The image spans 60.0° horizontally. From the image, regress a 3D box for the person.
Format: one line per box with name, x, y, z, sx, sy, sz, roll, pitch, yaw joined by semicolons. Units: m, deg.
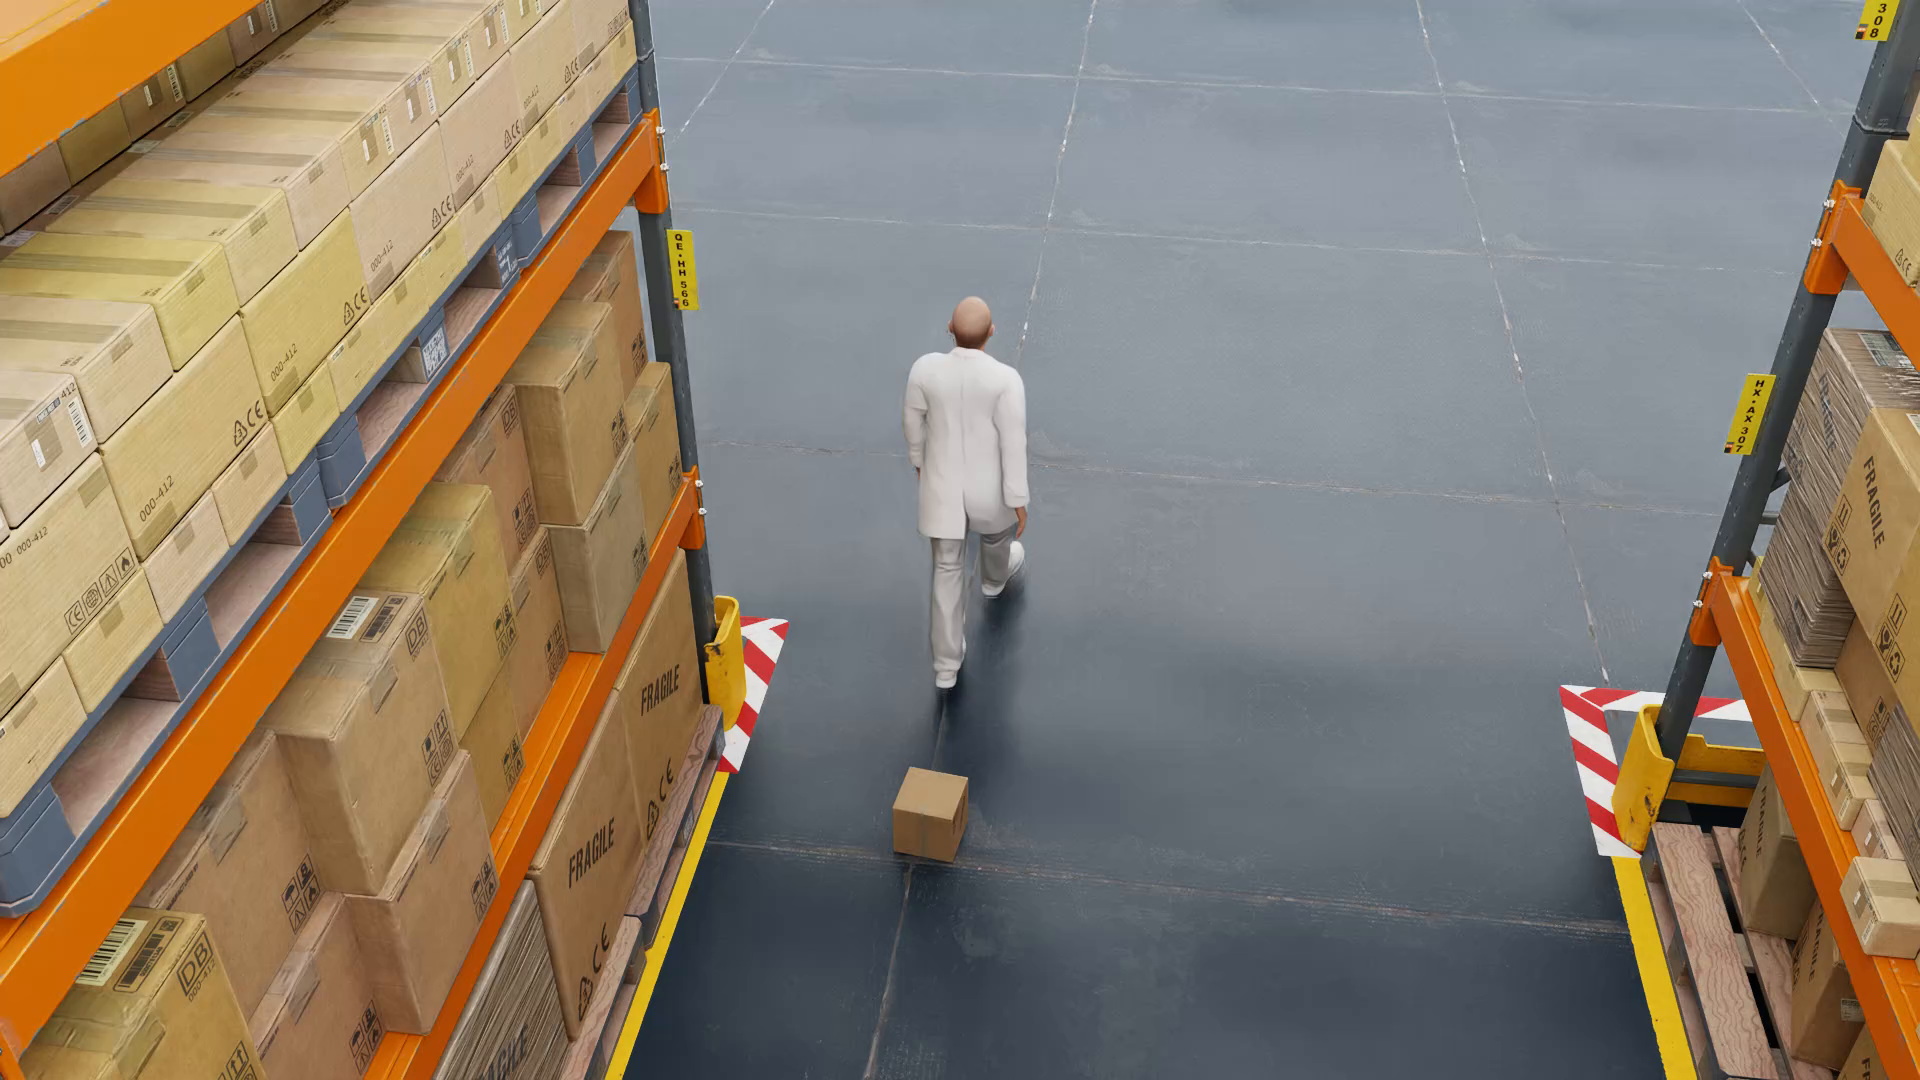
person;0.040;-0.306;7.476;0.610;1.710;1.127;6;36;8
